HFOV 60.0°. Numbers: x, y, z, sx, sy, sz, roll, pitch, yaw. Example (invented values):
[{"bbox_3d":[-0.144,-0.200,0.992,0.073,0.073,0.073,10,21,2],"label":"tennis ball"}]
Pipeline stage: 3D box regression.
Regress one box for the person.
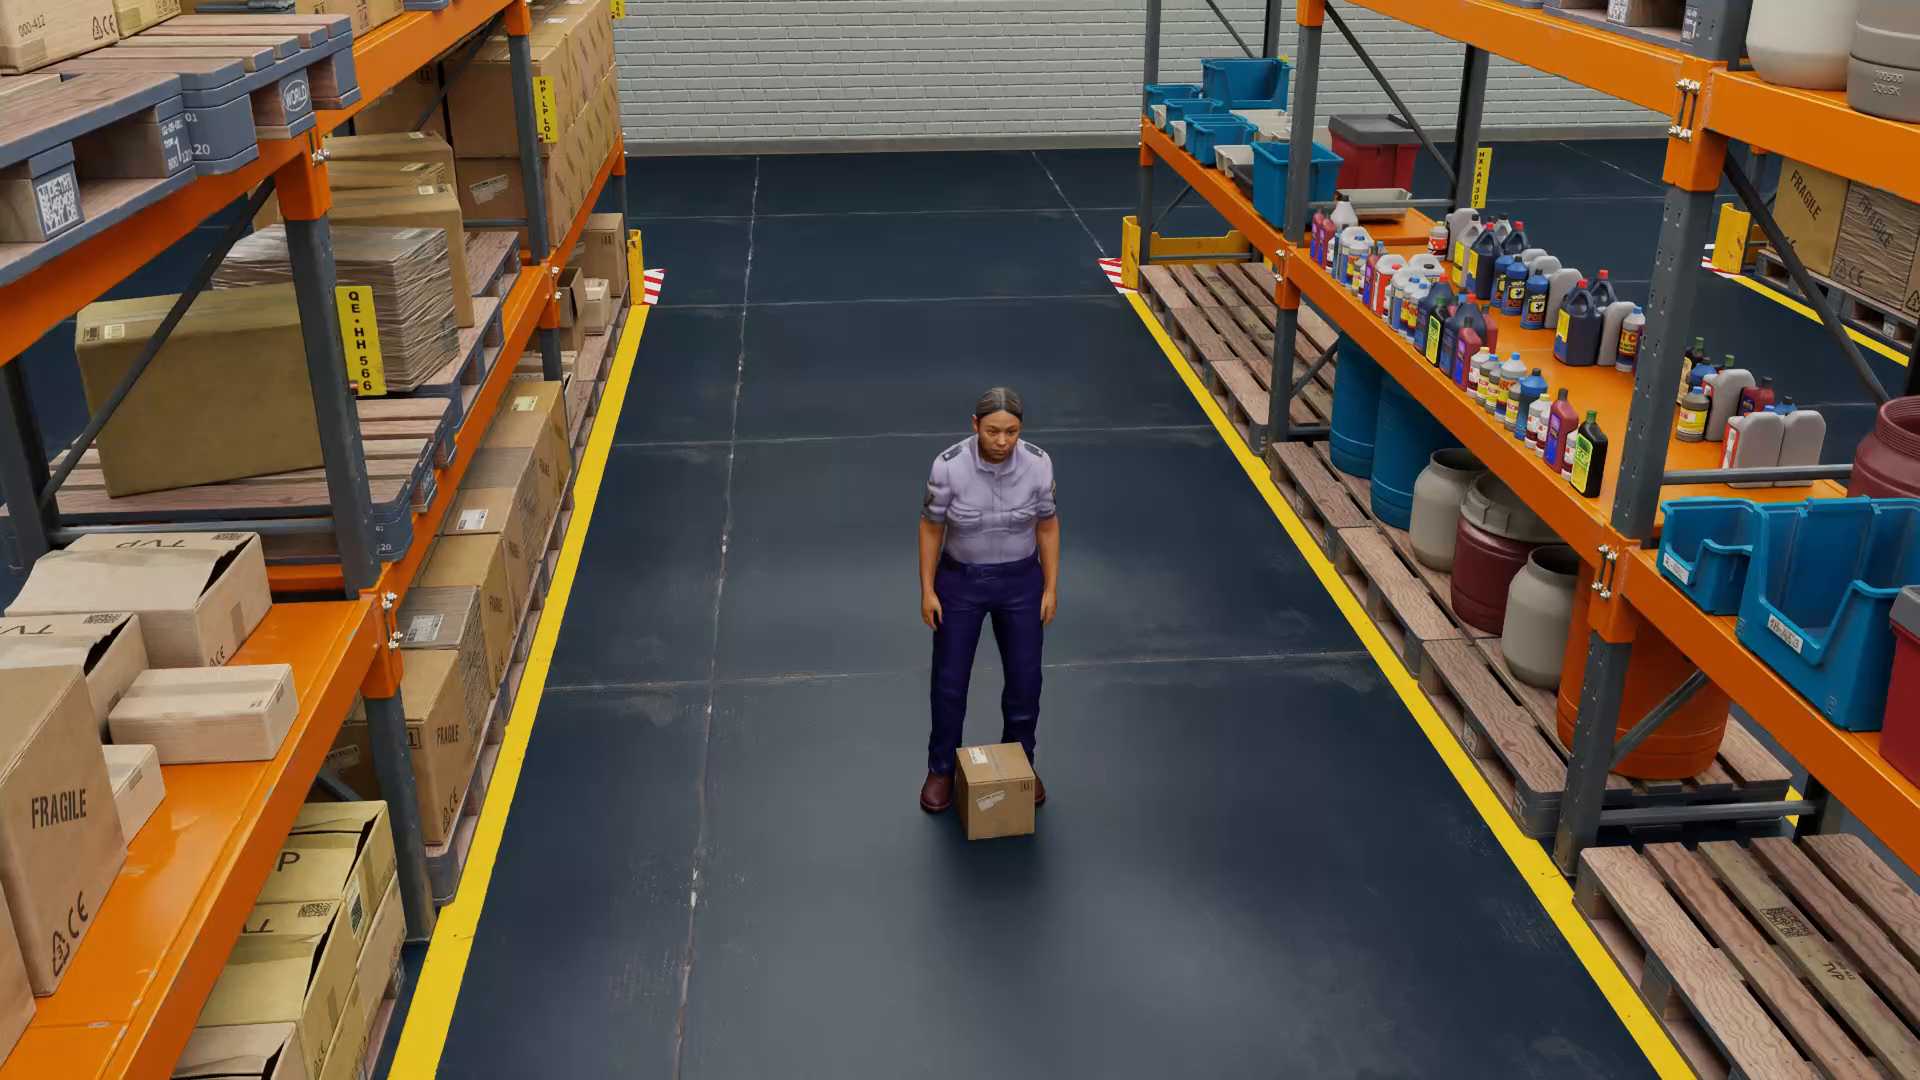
[{"bbox_3d":[0.102,0.200,6.158,0.537,1.651,0.372,-3,24,-6],"label":"person"}]
